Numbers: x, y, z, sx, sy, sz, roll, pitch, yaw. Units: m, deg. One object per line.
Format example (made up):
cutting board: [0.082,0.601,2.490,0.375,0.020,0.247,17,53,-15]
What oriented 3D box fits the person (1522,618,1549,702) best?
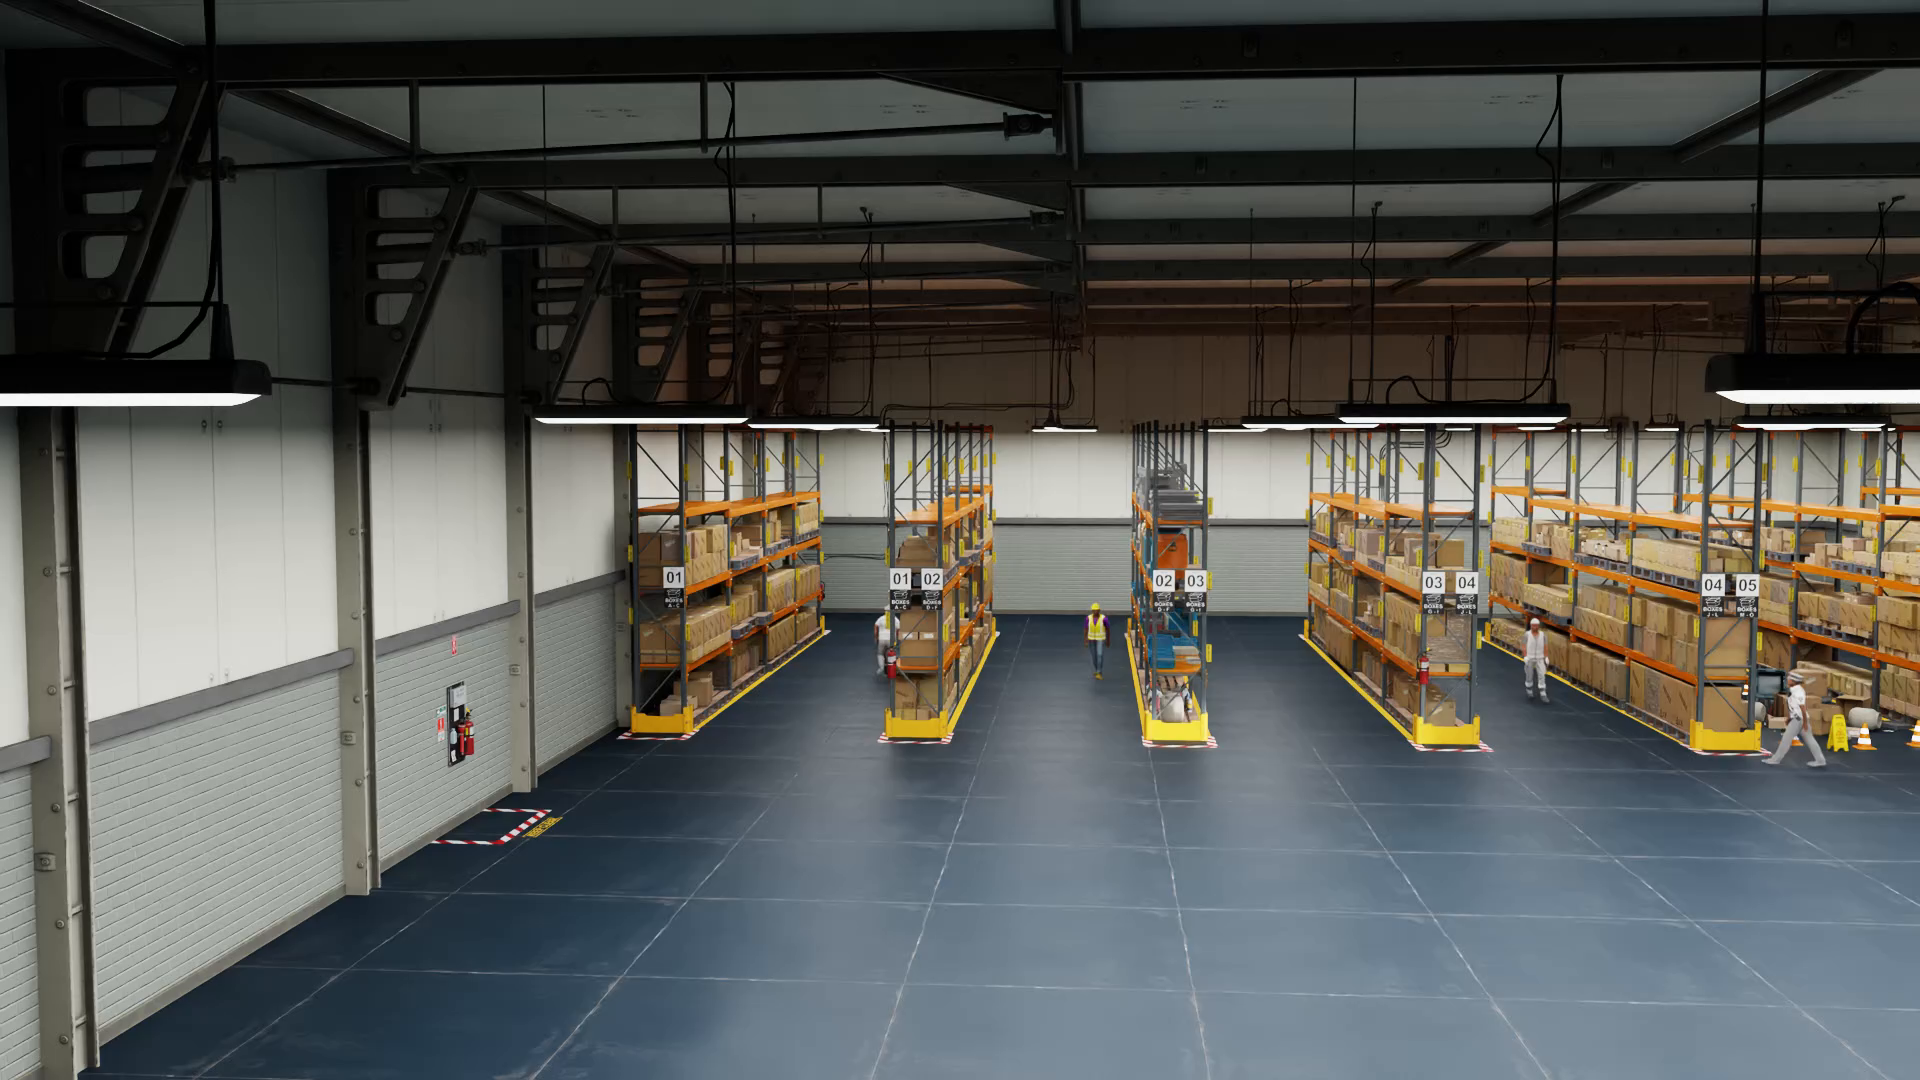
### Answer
person: [12.381,2.558,35.719,0.587,1.742,0.925,1,4,12]

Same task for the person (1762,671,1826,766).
person: [14.400,3.071,28.669,1.002,1.610,0.492,2,4,25]

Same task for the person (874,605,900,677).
person: [-1.715,2.389,39.581,0.659,1.671,0.788,0,4,6]

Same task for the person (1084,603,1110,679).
person: [3.195,2.355,39.139,0.588,1.721,0.915,2,4,23]
